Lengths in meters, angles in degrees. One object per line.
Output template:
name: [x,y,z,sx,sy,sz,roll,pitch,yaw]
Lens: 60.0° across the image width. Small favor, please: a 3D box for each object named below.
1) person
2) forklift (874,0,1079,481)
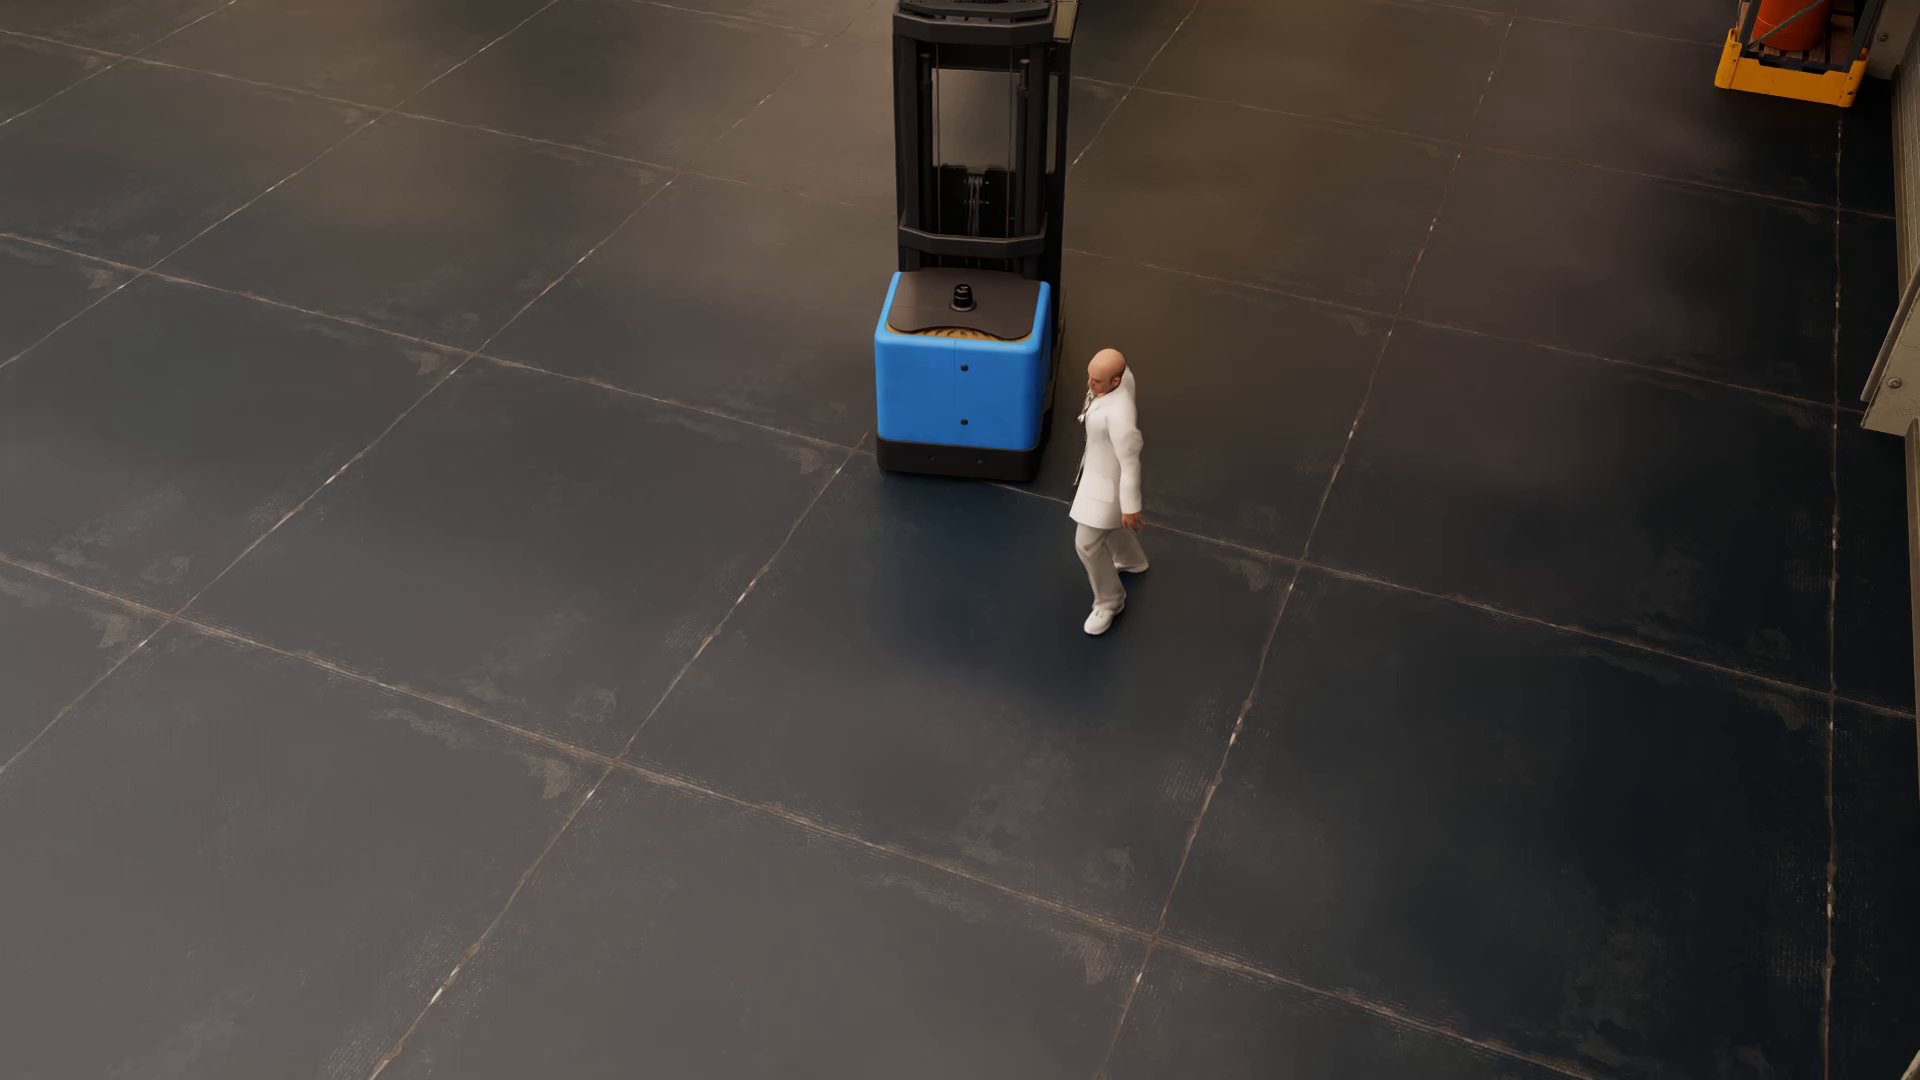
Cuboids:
person: [0.879,-0.376,9.426,0.509,1.753,0.930,2,40,2]
forklift: [0.164,-2.442,10.924,1.130,2.935,3.031,5,40,6]
